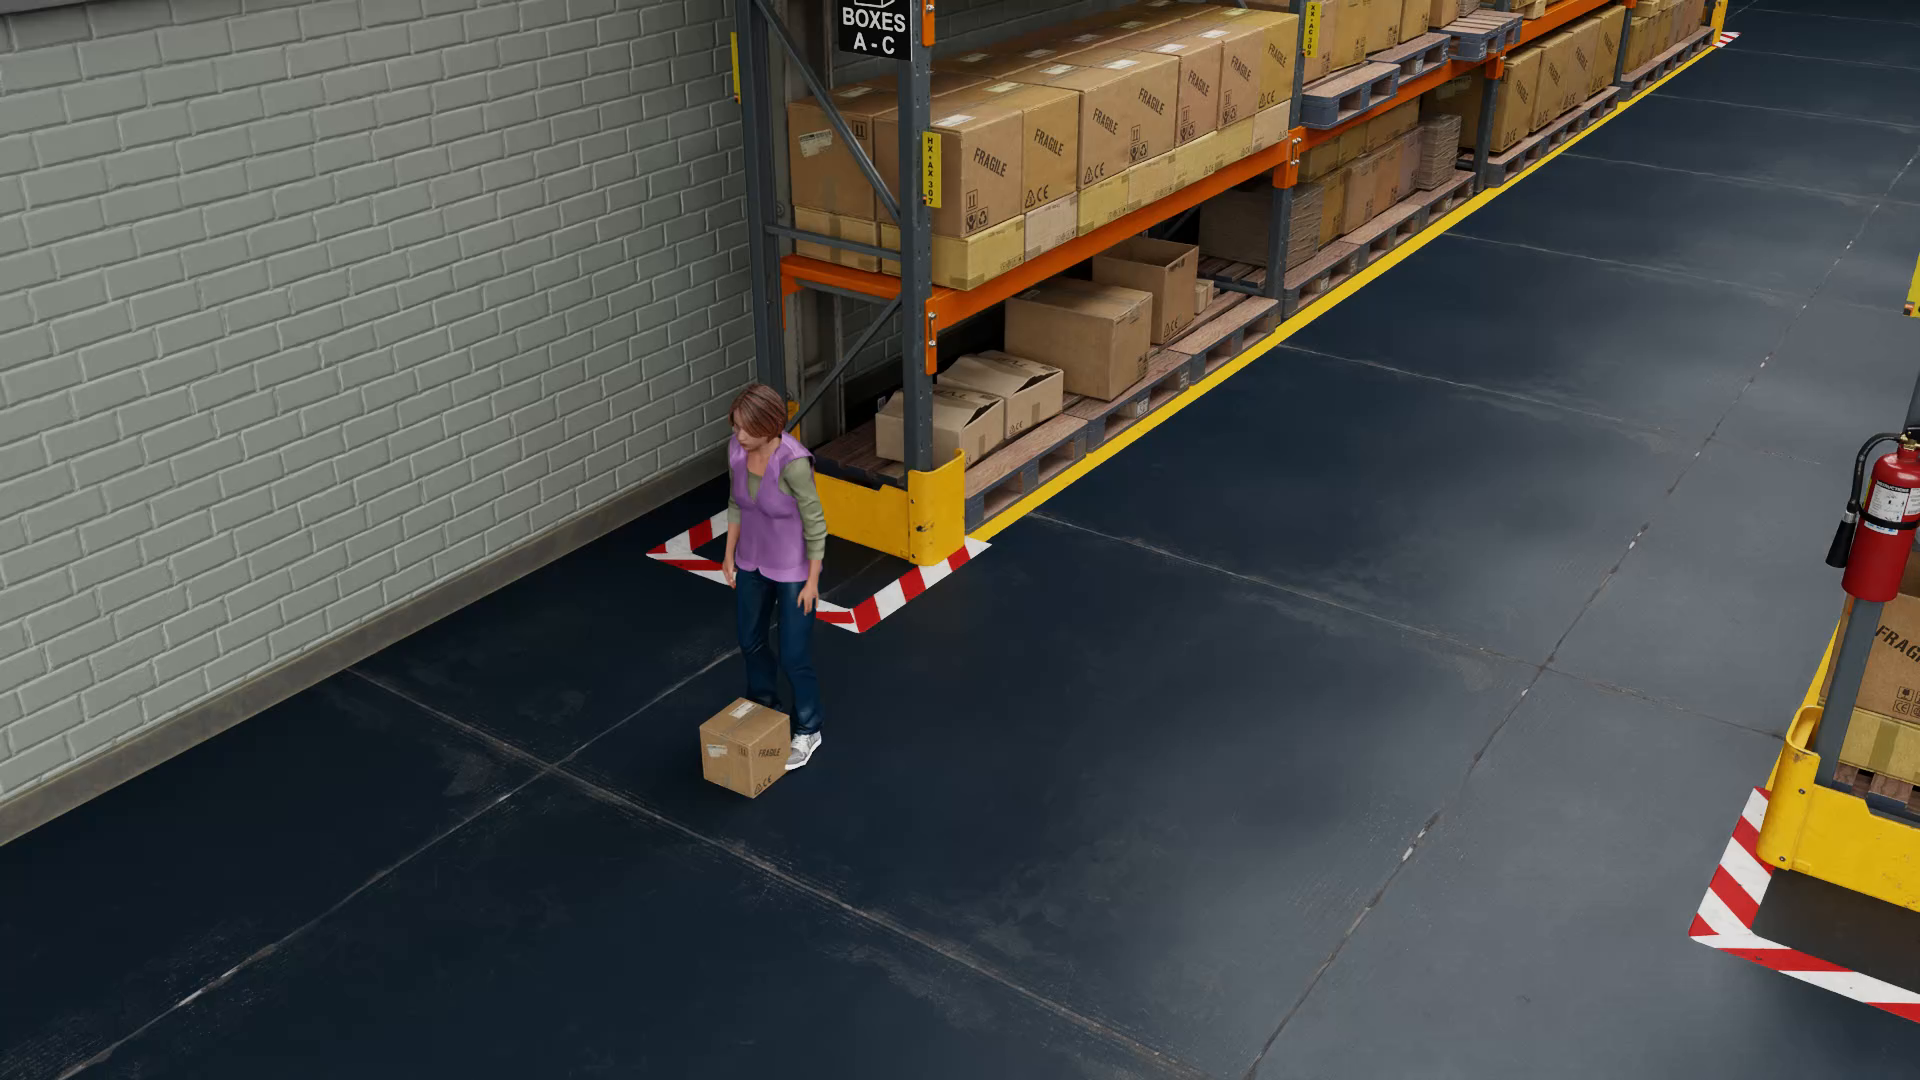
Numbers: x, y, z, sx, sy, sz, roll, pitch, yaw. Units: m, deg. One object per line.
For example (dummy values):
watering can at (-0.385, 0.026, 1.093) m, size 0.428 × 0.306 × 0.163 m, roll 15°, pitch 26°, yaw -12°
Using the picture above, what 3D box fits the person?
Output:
person at (-0.712, 0.126, 6.386) m, size 0.467 × 1.593 × 0.350 m, roll 17°, pitch 32°, yaw 30°
